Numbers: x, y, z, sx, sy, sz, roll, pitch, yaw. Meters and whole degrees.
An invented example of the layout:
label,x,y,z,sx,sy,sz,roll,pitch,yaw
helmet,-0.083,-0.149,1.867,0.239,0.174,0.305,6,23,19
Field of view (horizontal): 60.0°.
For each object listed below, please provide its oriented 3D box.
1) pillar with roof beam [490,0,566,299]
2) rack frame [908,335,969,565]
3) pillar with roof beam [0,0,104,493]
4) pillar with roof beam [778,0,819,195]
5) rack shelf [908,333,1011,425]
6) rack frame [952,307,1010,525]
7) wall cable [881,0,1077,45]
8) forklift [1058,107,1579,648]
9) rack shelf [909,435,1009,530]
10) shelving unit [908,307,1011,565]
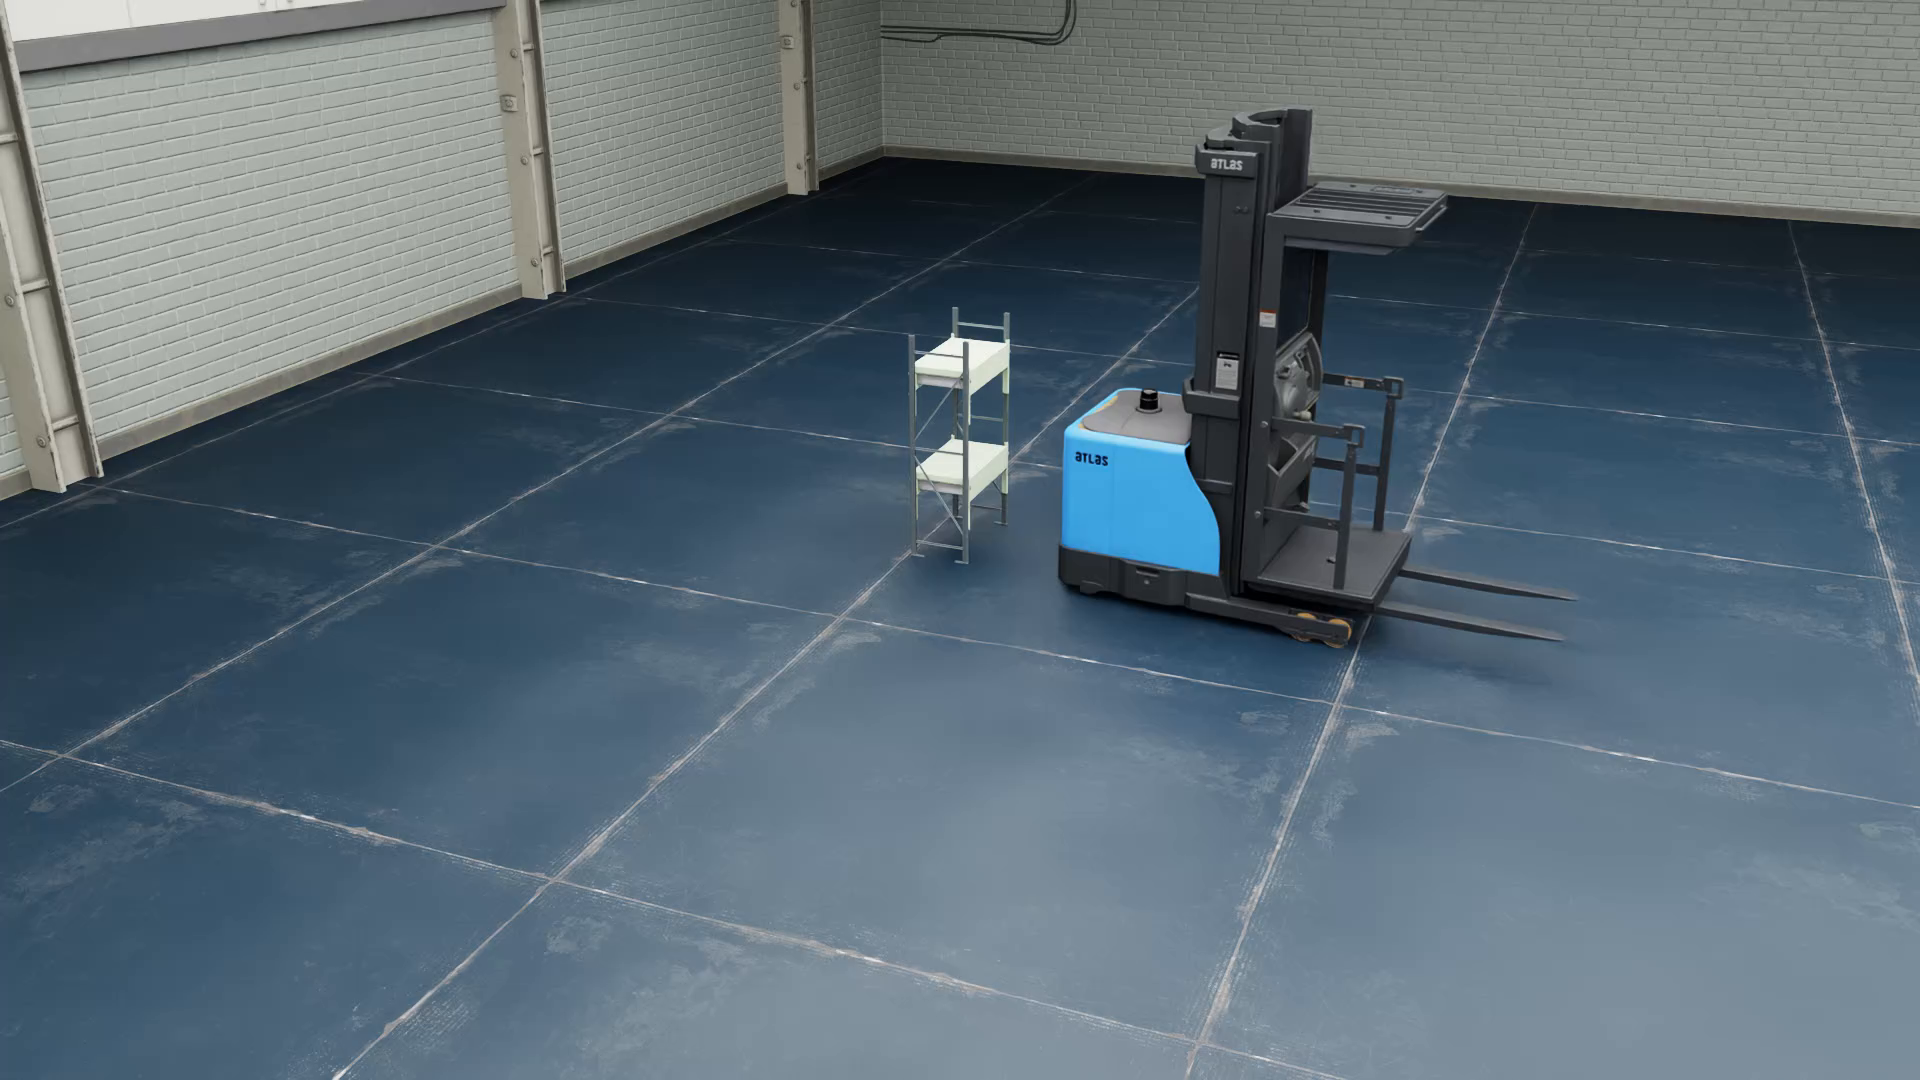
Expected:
label,x,y,z,sx,sy,sz,roll,pitch,yaw
pillar with roof beam,-0.370,-6.117,14.219,9.100,9.000,0.400,9,24,20
rack frame,-0.133,-0.563,10.653,0.400,1.500,0.023,9,24,20
pillar with roof beam,-2.599,-3.970,9.079,9.100,9.000,0.400,9,24,20
pillar with roof beam,1.859,-8.264,19.360,9.100,9.000,0.400,9,24,20
rack shelf,0.002,-1.055,10.816,0.431,0.370,0.720,9,24,20
rack frame,0.138,-0.825,11.280,0.400,1.500,0.023,9,24,20
wall cable,0.184,-8.313,23.504,3.097,2.526,0.112,9,24,20
forklift,2.173,-0.955,9.734,3.031,2.935,1.130,11,25,24
rack shelf,0.002,-0.394,11.092,0.431,0.370,0.720,9,24,20
shelving unit,0.002,-0.694,10.967,0.431,1.500,0.755,9,24,20
